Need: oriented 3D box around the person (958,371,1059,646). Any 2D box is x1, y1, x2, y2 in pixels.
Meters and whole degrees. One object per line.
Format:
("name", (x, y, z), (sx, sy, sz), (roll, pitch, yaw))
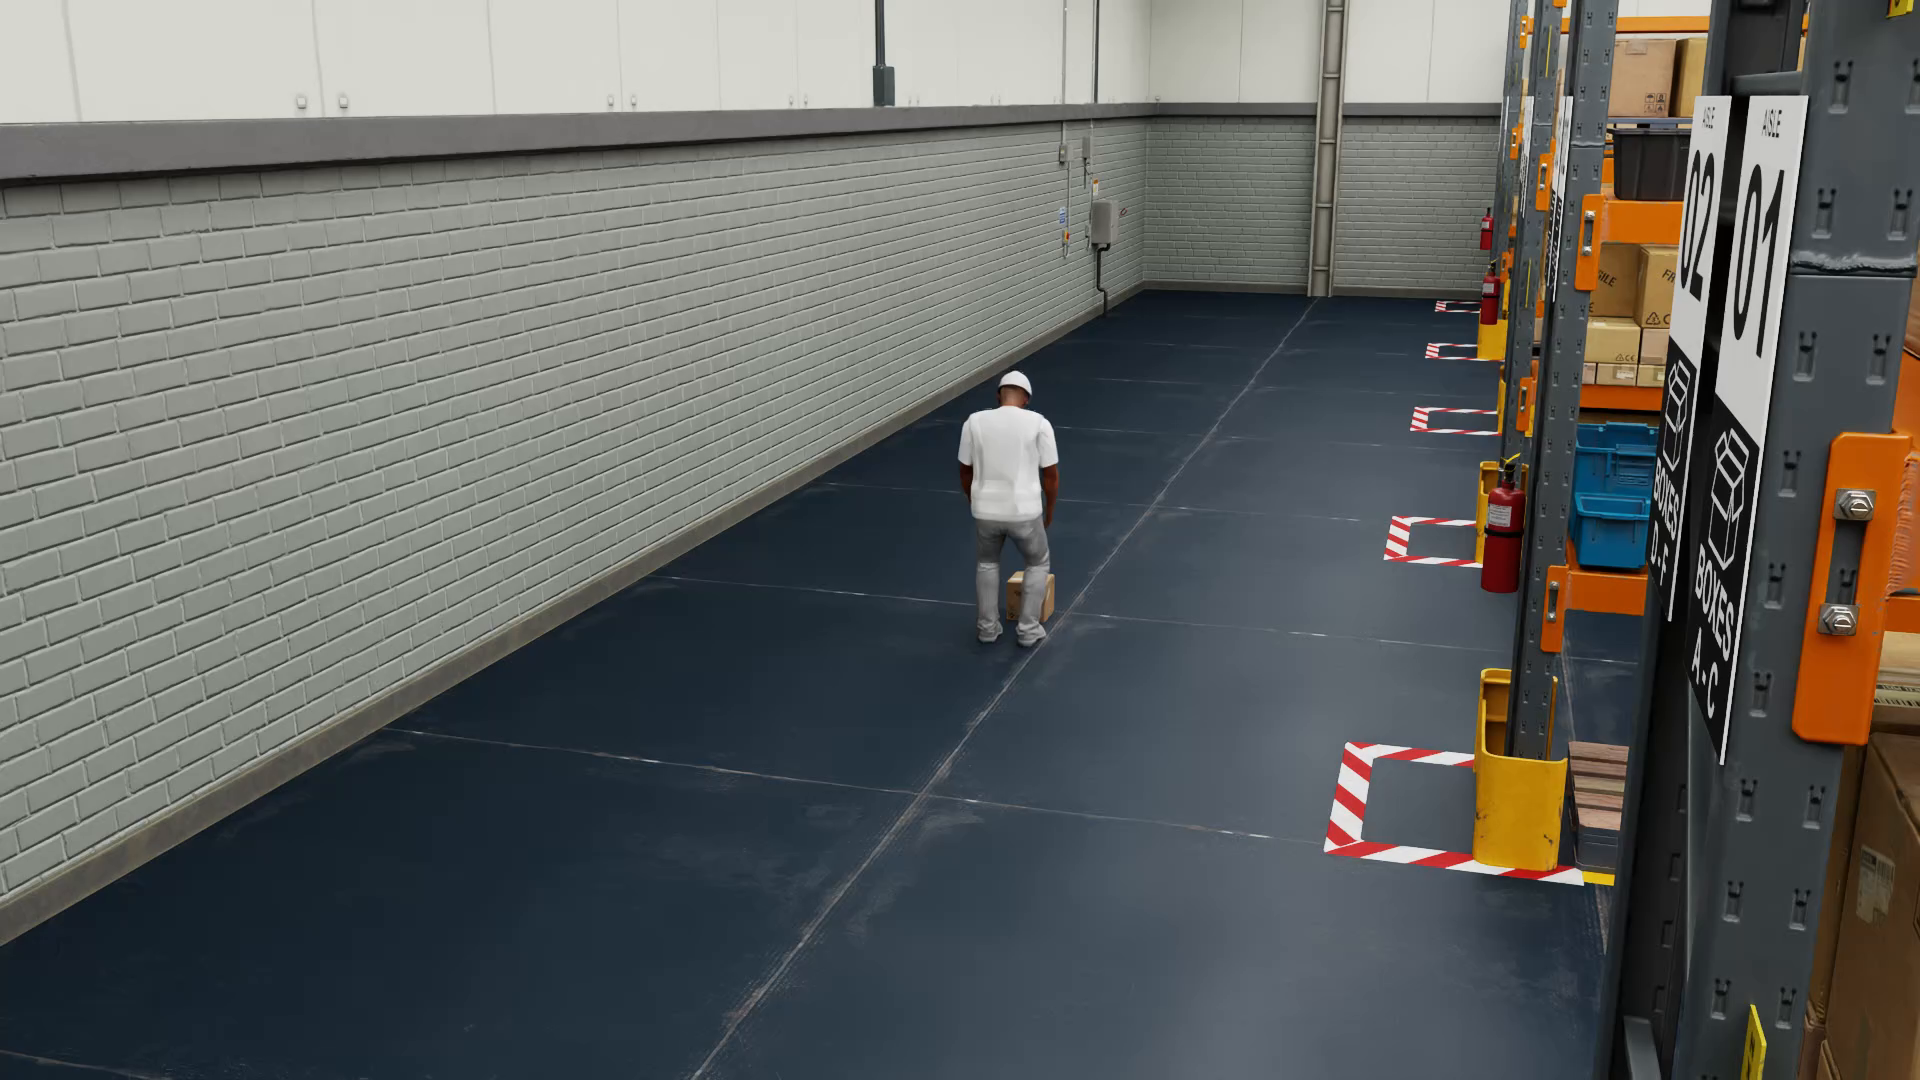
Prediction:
("person", (0.282, -0.189, 9.982), (0.616, 1.614, 0.599), (5, 16, 17))
